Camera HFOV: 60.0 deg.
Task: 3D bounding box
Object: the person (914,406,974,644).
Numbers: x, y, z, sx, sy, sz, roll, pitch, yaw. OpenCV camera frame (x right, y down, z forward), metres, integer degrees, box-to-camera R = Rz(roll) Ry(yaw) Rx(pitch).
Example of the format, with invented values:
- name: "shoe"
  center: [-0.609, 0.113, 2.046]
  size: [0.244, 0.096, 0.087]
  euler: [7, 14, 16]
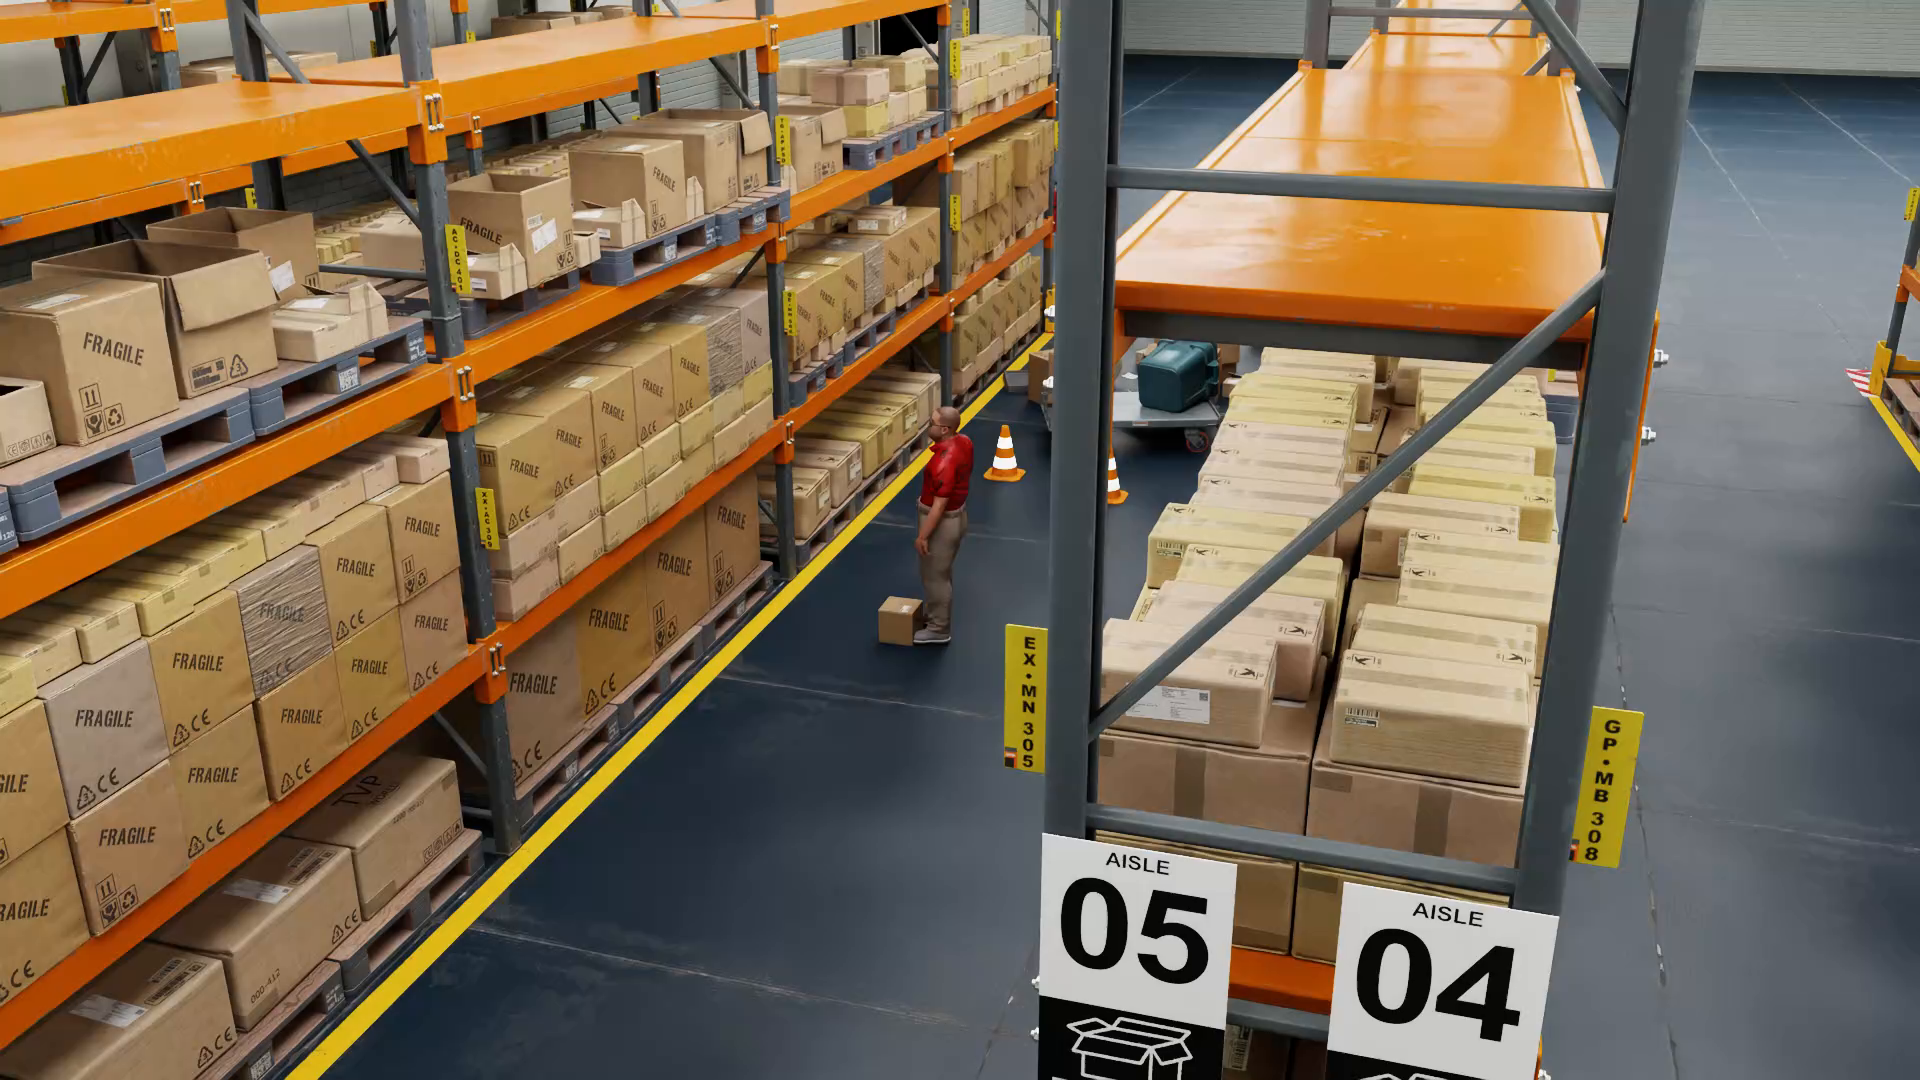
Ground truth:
- name: "person"
  center: [-0.213, -0.112, 11.394]
  size: [0.550, 1.728, 0.640]
  euler: [6, 23, 16]
